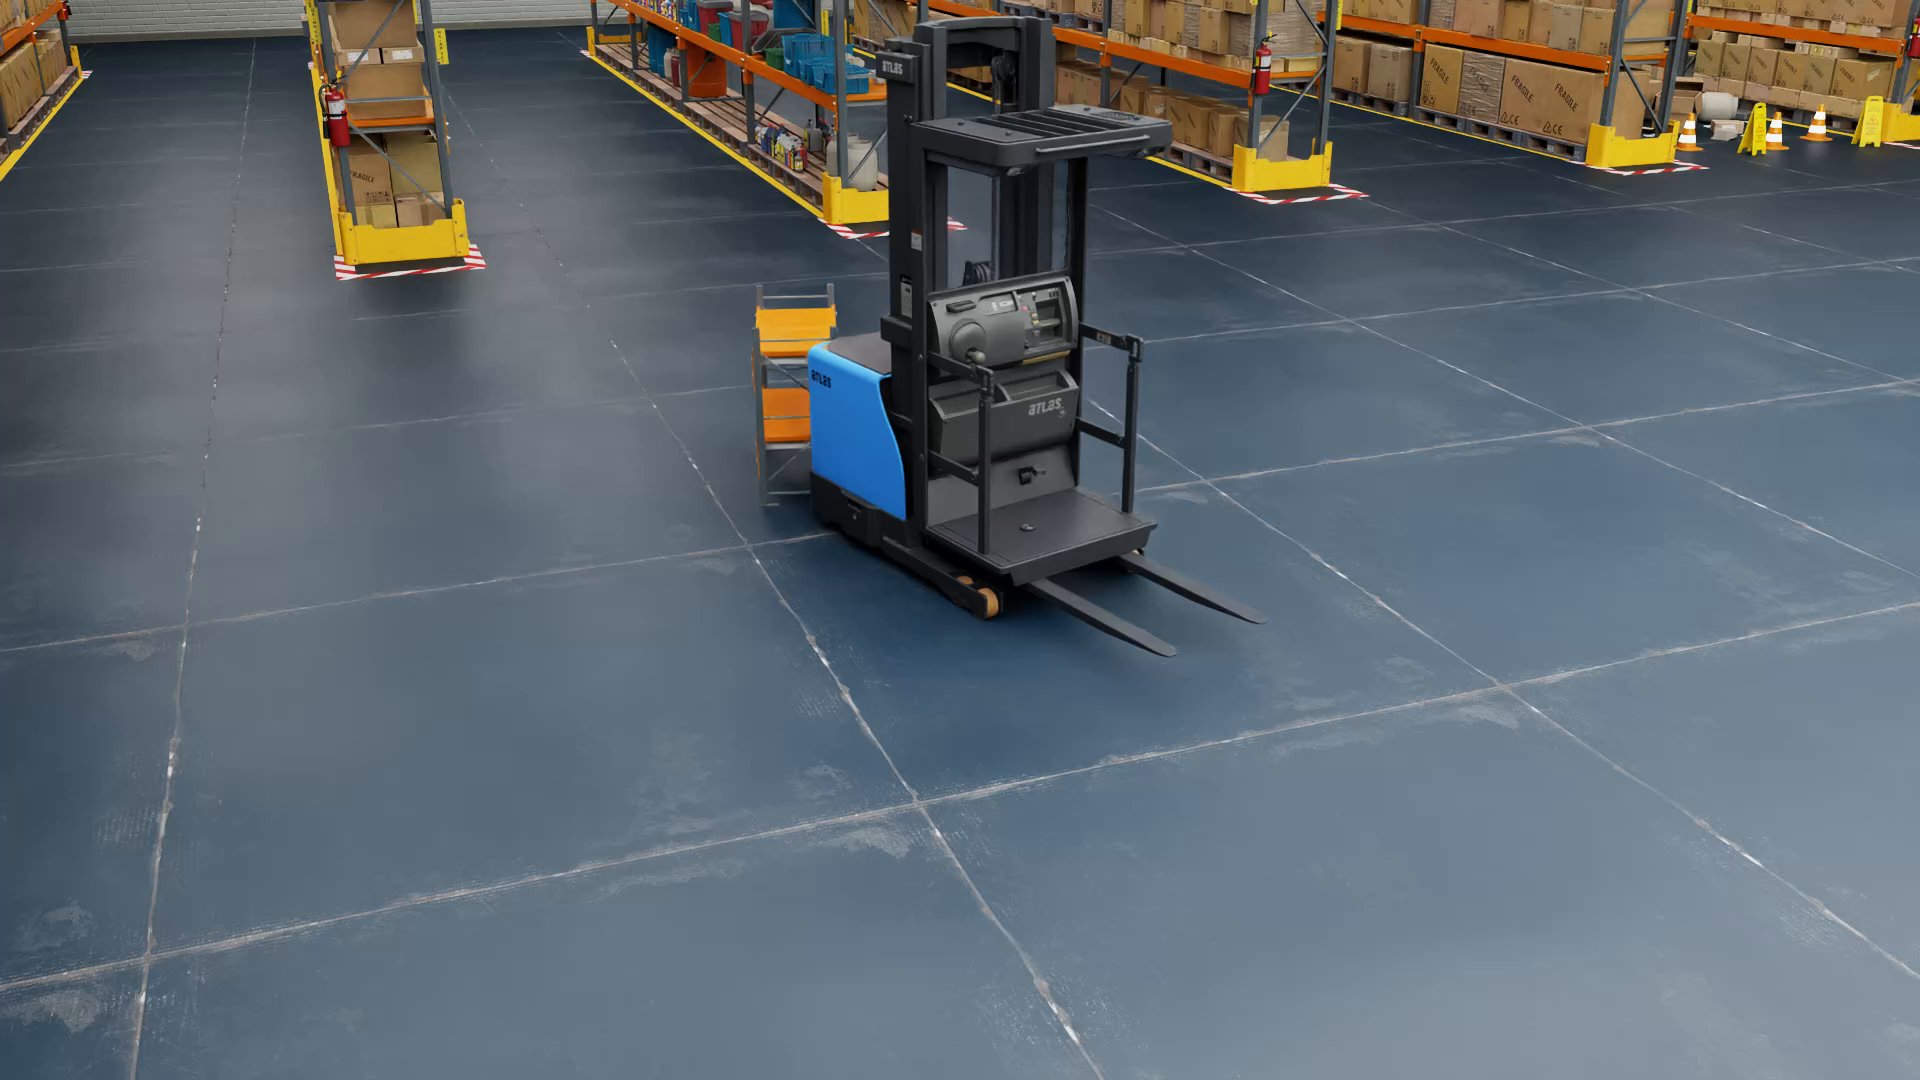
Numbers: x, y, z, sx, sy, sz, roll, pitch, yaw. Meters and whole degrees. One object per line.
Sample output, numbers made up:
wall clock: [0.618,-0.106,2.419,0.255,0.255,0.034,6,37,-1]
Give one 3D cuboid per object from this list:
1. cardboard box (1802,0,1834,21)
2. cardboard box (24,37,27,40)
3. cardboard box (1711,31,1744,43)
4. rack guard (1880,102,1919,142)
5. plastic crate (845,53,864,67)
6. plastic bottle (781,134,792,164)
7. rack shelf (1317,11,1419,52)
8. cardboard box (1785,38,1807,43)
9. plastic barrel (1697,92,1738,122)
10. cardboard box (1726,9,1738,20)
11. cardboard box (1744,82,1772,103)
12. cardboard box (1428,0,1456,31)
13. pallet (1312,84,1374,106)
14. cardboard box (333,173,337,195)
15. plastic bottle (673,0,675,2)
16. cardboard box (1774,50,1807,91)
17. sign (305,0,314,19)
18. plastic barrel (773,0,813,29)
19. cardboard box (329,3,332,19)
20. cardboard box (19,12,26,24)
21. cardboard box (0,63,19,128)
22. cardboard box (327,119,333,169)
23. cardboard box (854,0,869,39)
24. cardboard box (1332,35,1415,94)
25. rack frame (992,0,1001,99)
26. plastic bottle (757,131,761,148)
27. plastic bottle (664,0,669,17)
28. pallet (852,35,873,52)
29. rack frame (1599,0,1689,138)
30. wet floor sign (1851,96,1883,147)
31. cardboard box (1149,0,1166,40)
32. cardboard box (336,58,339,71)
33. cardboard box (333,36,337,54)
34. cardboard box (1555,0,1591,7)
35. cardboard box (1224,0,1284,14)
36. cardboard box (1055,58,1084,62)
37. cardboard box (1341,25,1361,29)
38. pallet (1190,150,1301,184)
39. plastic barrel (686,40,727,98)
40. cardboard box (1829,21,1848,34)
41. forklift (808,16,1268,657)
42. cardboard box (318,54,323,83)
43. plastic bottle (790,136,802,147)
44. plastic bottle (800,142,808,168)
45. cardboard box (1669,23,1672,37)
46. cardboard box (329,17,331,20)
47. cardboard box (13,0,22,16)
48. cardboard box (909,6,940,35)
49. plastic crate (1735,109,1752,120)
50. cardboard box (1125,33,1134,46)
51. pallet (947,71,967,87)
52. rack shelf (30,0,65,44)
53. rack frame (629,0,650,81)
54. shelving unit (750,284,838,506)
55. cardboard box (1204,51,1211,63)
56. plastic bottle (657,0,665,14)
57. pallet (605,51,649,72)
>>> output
cardboard box: [12.293,-7.606,23.422,0.500,0.500,0.500,-8,24,-19]
cardboard box: [-15.177,-7.971,26.643,0.380,0.149,0.250,-8,24,-18]
cardboard box: [11.620,-7.618,25.161,0.380,0.149,0.250,-8,24,-18]
rack guard: [13.062,-5.774,22.806,1.175,0.500,0.348,-8,24,-19]
plastic crate: [-1.418,-5.636,19.599,0.530,0.136,0.437,-8,24,-19]
plastic bottle: [-2.049,-4.654,19.774,0.144,0.351,0.185,-7,24,-17]
rack shelf: [6.374,-8.031,25.869,1.077,0.370,4.000,-8,24,-19]
cardboard box: [15.351,-9.122,30.048,0.875,0.625,0.625,-8,24,-17]
plastic barrel: [10.943,-6.254,24.044,0.512,0.421,0.421,8,24,18]
cardboard box: [11.747,-7.901,24.957,0.380,0.149,0.250,-8,24,-19]
cardboard box: [12.021,-6.642,24.647,0.500,0.250,0.500,-9,24,-20]
cardboard box: [7.222,-7.573,23.662,0.875,0.550,0.550,-8,24,-19]
pallet: [6.303,-7.065,26.241,1.003,0.211,1.213,-8,24,-19]
cardboard box: [-6.640,-3.986,18.345,0.500,0.250,0.500,-8,24,-19]
plastic bottle: [-4.723,-9.005,27.509,0.097,0.201,0.097,0,23,0]
cardboard box: [12.203,-6.799,24.054,0.500,0.500,0.500,-9,24,-20]
sign: [-7.368,-6.054,18.862,0.100,0.325,0.005,-8,24,-19]
plastic barrel: [-2.082,-6.726,21.200,0.600,0.901,0.708,-8,24,-19]
cardboard box: [-6.702,-6.118,18.604,0.700,0.500,0.500,-8,24,-19]
cardboard box: [-13.828,-7.581,24.173,0.380,0.149,0.250,-8,24,-18]
cardboard box: [-13.047,-5.895,22.101,0.750,0.750,0.750,-9,24,-20]
cardboard box: [-6.640,-4.332,18.199,0.500,0.500,0.500,-8,24,-19]
cardboard box: [-1.534,-10.345,32.628,0.875,0.875,0.875,-8,24,-19]
cardboard box: [6.440,-7.357,25.699,1.050,0.750,0.750,-8,24,-19]
rack frame: [0.992,-8.446,25.926,1.000,3.000,0.127,-8,24,-19]
plastic bottle: [-2.491,-5.013,20.818,0.097,0.201,0.097,0,23,0]
plastic bottle: [-4.427,-8.065,25.189,0.097,0.271,0.097,0,23,0]
pallet: [-1.479,-9.788,32.700,1.003,0.211,1.213,-8,24,-19]
rack frame: [8.494,-6.183,20.557,1.000,3.000,0.127,-8,24,-19]
wet floor sign: [12.155,-5.598,22.201,0.267,0.644,0.232,0,23,-1]
cardboard box: [2.920,-6.649,21.152,0.875,0.500,0.500,-8,24,-19]
cardboard box: [-6.702,-5.520,18.856,0.700,0.500,0.500,-9,24,-20]
cardboard box: [-6.129,-5.014,16.819,0.380,0.149,0.250,-8,24,-17]
cardboard box: [8.118,-7.077,21.095,0.875,0.550,0.550,-8,24,-19]
cardboard box: [3.392,-6.349,19.152,0.500,0.500,0.500,-8,24,-19]
cardboard box: [1.455,-7.056,25.281,0.700,0.500,0.500,-10,25,-23]
cardboard box: [8.411,-10.840,34.364,0.875,0.438,0.875,-9,25,-21]
pallet: [3.537,-4.582,20.348,1.003,0.211,1.213,-8,24,-19]
plastic barrel: [-3.831,-7.135,25.070,0.600,0.830,0.708,-8,24,-19]
cardboard box: [12.374,-7.152,23.179,0.380,0.149,0.250,-8,24,-18]
forklift: [0.368,-1.146,8.694,1.130,2.935,3.031,-16,28,-33]
cardboard box: [-9.747,-7.383,26.057,0.500,0.500,0.500,-9,25,-21]
plastic bottle: [-1.985,-4.717,20.019,0.152,0.276,0.135,-8,24,-19]
plastic bottle: [-1.839,-4.528,19.561,0.061,0.283,0.133,-8,24,-19]
cardboard box: [14.200,-10.027,32.355,0.500,0.500,0.500,-7,24,-17]
cardboard box: [-6.862,-5.764,18.600,0.380,0.149,0.250,-8,24,-18]
cardboard box: [-13.735,-7.735,23.703,0.500,0.500,0.500,-8,24,-19]
cardboard box: [-0.177,-8.884,29.160,1.225,0.875,0.875,-8,24,-19]
plastic crate: [11.463,-6.324,24.650,0.402,0.080,0.583,-18,29,-37]
cardboard box: [2.390,-6.577,21.817,0.380,0.149,0.250,-8,24,-19]
pallet: [0.356,-7.900,28.222,1.003,0.211,1.213,-8,24,-19]
rack shelf: [-15.030,-8.255,26.401,1.077,0.370,4.000,-8,24,-19]
rack frame: [-5.055,-9.220,27.762,1.000,3.000,0.127,-8,24,-19]
shelving unit: [-1.025,-0.937,10.524,0.538,1.125,1.048,-2,23,-5]
cardboard box: [3.176,-5.863,20.121,0.380,0.149,0.250,-8,24,-19]
plastic bottle: [-4.605,-8.311,25.669,0.144,0.351,0.185,-8,24,-19]
pallet: [-5.786,-8.640,29.978,1.003,0.211,1.213,-8,24,-19]
